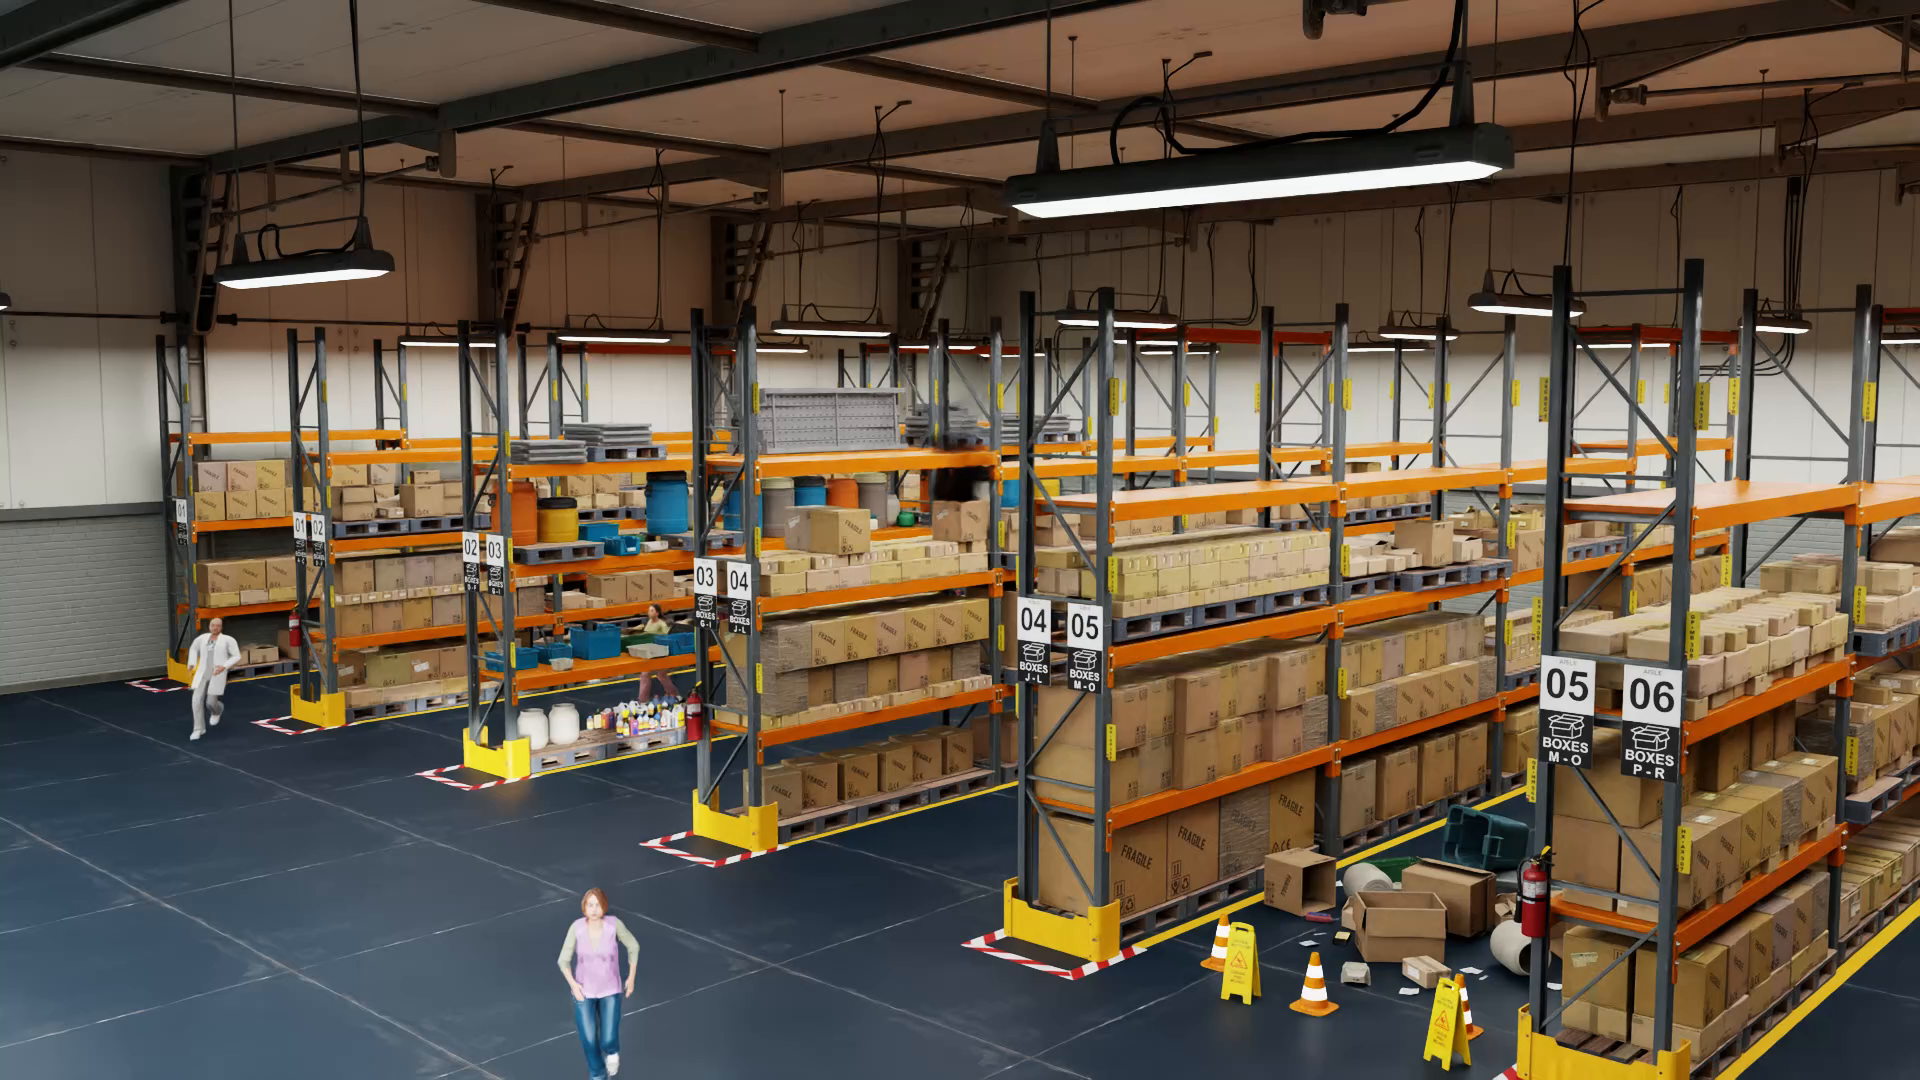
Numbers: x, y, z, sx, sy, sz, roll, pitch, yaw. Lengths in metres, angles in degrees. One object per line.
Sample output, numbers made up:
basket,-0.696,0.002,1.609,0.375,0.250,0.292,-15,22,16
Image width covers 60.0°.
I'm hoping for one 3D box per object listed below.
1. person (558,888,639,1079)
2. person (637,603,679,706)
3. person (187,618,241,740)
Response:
person,-2.609,3.274,12.023,0.576,1.563,0.565,-1,5,-10
person,-4.812,1.849,26.359,0.578,1.652,0.882,4,6,34
person,-11.000,2.021,24.537,0.760,1.764,0.845,0,5,-3
